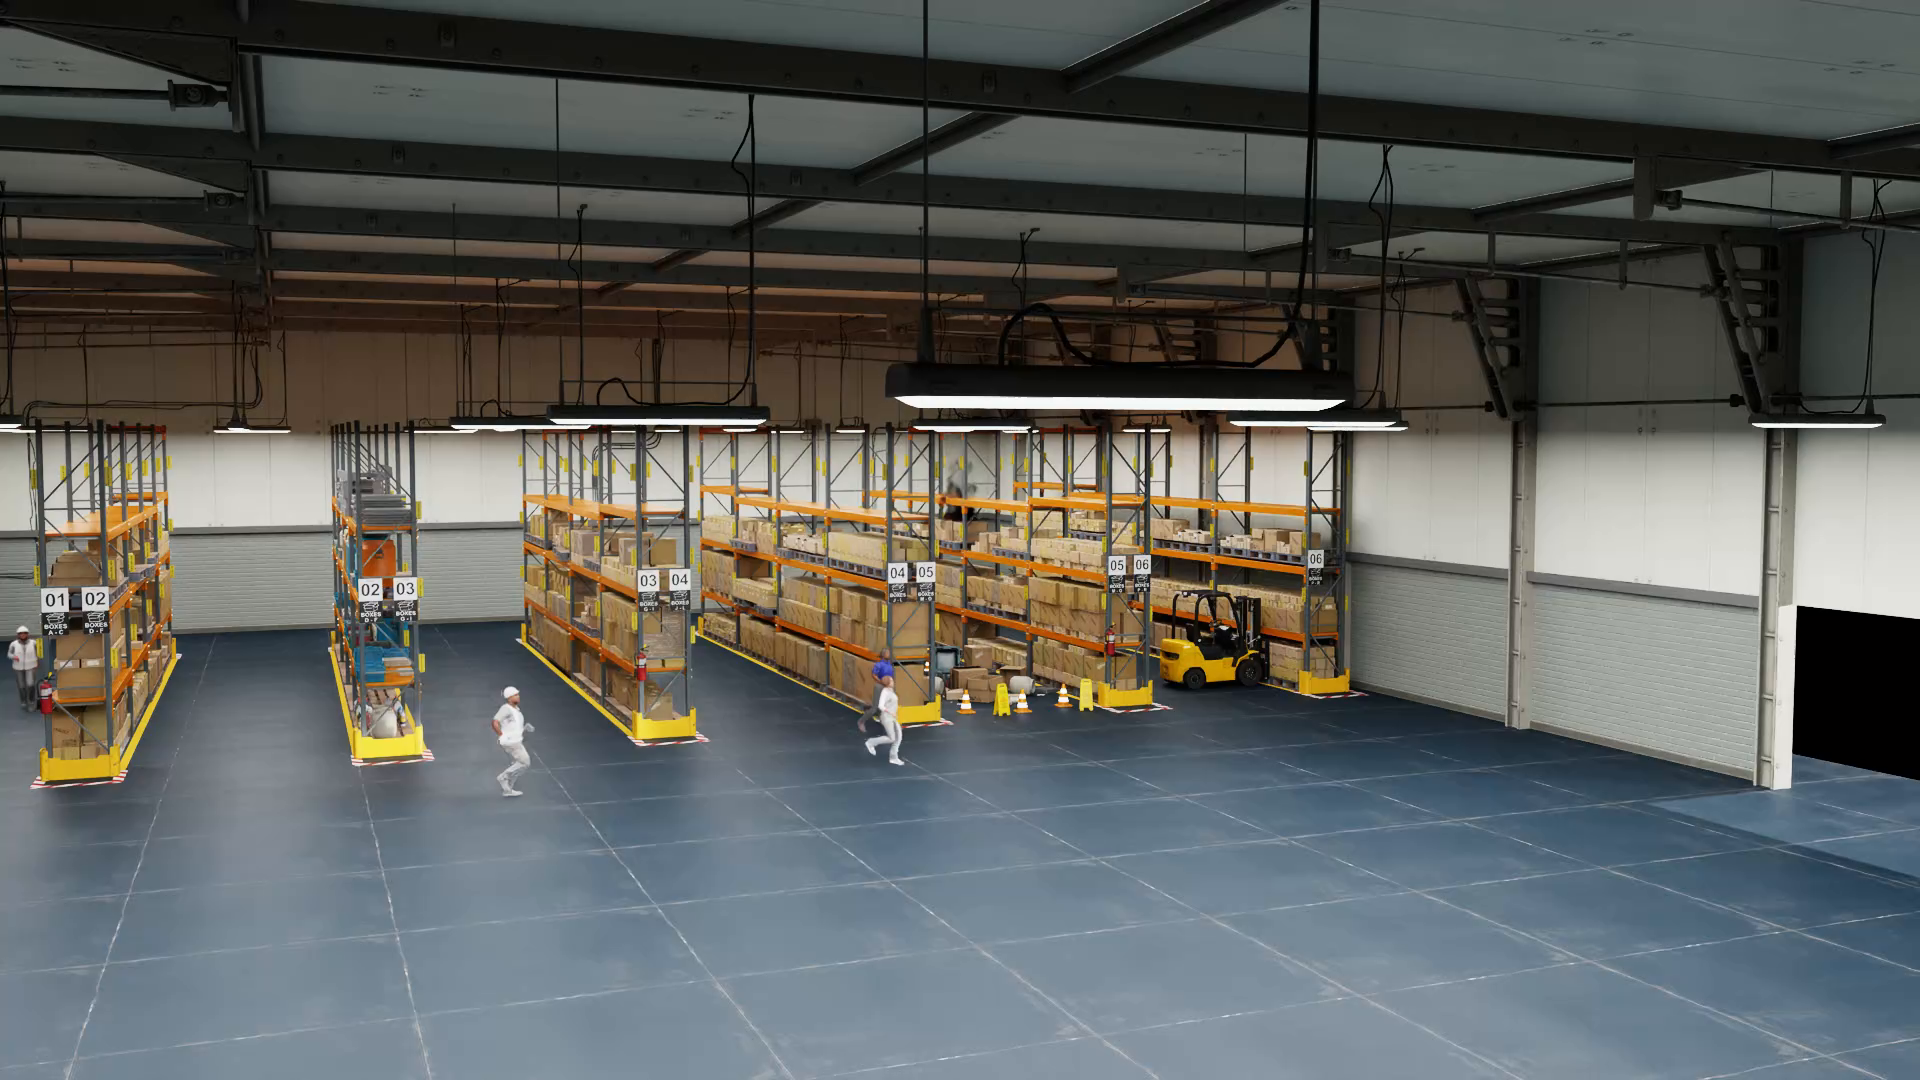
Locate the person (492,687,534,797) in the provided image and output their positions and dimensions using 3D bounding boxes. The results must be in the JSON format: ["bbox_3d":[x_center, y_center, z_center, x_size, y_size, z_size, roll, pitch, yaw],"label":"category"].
[{"bbox_3d":[-7.056,3.201,26.377,0.590,1.744,0.692,0,4,-4],"label":"person"}]

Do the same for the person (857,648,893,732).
[{"bbox_3d":[-1.466,2.947,31.959,0.921,1.544,0.662,3,4,35],"label":"person"}]

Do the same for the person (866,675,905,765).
[{"bbox_3d":[-1.291,3.138,29.056,0.685,1.575,0.546,1,4,14],"label":"person"}]

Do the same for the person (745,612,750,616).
[{"bbox_3d":[-6.226,1.686,49.925,1.092,1.739,0.678,-1,4,-19],"label":"person"}]

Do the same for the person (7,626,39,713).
[{"bbox_3d":[-19.427,2.687,34.531,0.604,1.810,0.803,-2,4,-23],"label":"person"}]
